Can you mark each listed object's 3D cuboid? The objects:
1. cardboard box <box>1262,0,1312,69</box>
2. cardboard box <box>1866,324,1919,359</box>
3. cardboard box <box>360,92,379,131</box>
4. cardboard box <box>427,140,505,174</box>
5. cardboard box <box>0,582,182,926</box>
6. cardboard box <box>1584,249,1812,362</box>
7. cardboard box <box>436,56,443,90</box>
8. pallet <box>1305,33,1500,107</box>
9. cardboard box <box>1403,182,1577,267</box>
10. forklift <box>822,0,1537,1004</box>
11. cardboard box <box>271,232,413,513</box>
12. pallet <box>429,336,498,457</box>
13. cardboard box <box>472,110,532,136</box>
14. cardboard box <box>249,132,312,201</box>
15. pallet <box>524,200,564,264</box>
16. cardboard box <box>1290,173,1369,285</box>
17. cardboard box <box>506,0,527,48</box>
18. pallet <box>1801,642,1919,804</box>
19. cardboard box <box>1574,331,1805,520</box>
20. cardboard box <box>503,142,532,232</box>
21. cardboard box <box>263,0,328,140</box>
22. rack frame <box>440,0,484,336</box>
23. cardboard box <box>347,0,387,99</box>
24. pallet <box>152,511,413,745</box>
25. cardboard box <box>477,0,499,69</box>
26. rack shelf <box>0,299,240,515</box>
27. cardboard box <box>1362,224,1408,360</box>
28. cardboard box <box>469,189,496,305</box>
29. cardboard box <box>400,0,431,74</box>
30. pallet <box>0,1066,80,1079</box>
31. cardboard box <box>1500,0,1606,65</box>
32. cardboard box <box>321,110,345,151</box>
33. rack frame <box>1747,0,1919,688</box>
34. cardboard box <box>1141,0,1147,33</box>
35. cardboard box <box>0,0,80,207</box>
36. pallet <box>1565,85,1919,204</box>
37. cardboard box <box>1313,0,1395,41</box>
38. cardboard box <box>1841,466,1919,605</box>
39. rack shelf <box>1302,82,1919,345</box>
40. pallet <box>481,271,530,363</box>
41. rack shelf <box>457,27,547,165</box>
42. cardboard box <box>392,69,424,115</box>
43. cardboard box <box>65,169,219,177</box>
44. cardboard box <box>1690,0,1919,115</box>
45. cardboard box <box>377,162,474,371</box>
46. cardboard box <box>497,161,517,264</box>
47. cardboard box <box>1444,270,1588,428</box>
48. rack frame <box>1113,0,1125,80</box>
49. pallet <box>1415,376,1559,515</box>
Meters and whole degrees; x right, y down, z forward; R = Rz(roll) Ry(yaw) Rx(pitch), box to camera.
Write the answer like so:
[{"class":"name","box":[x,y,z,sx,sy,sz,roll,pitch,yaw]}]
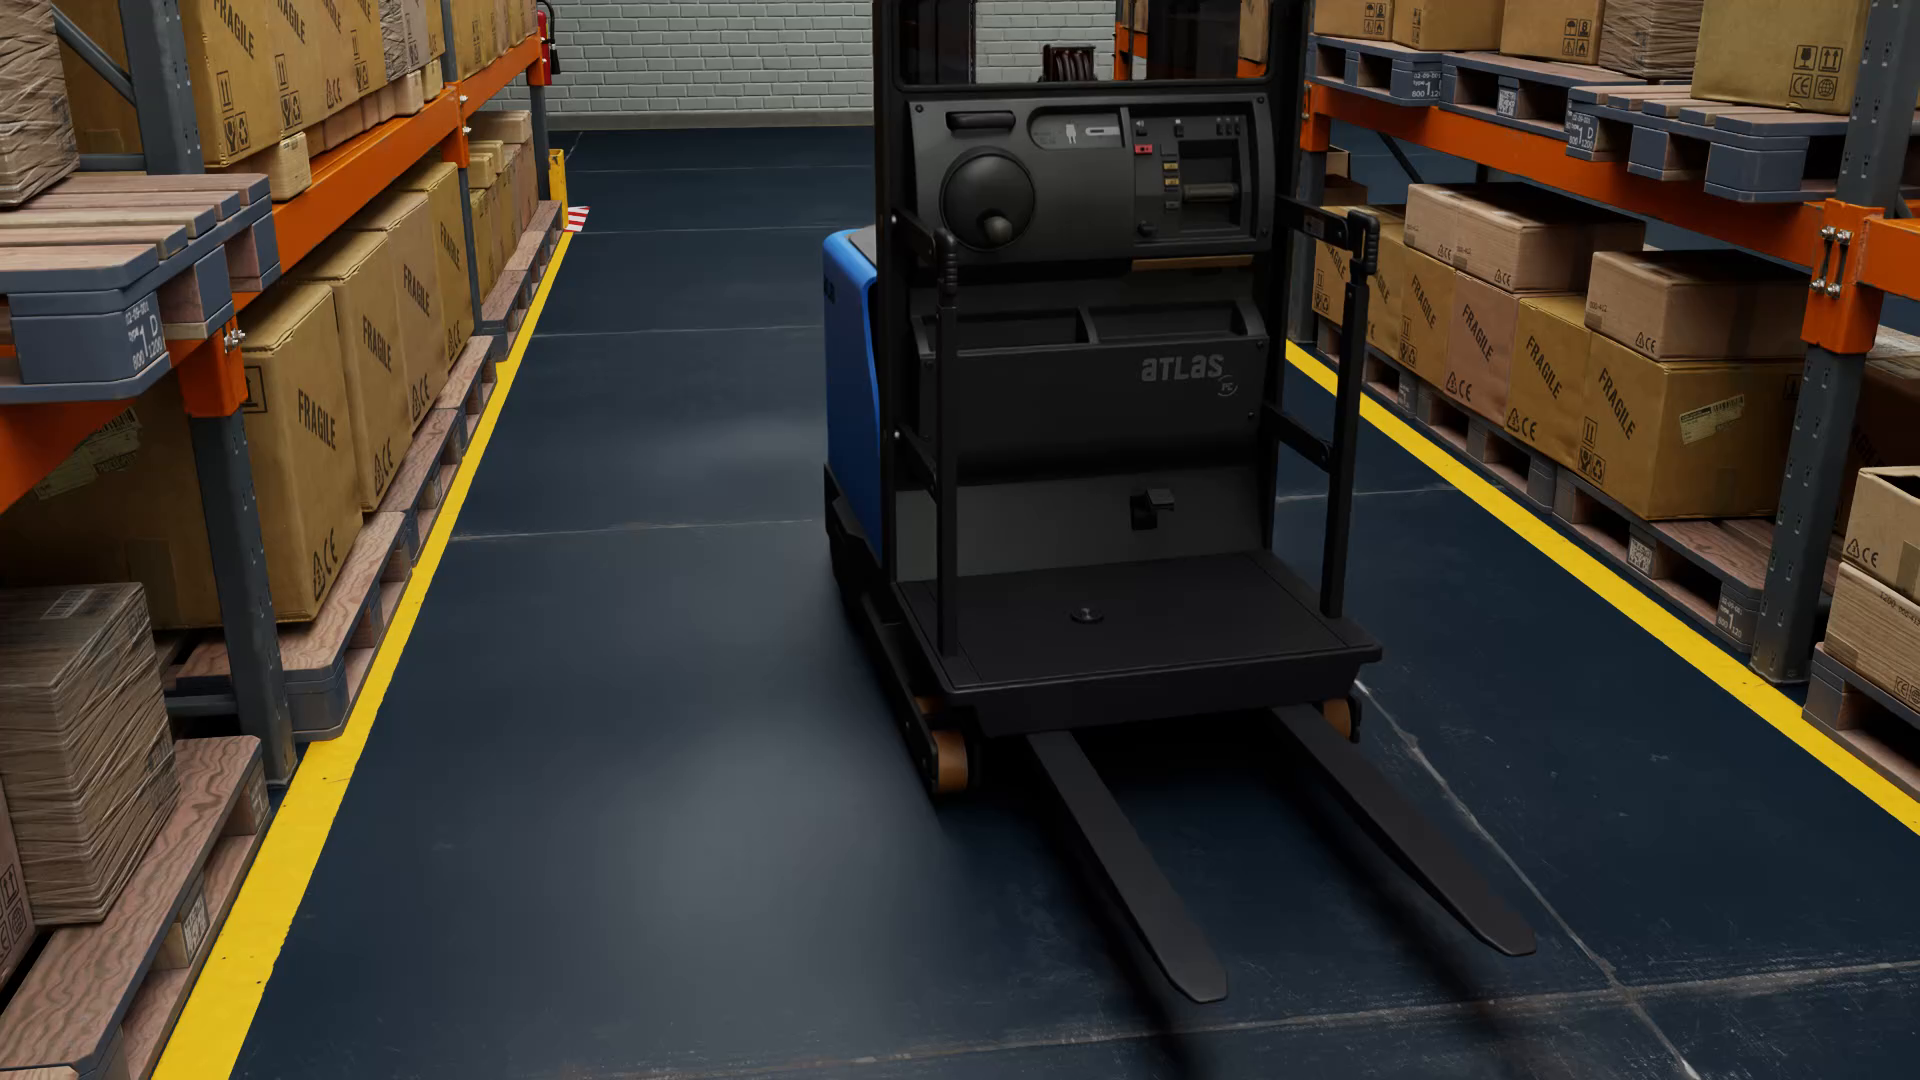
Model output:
[{"class":"cardboard box","box":[1.844,-2.634,8.339,0.500,0.500,0.500,-3,21,-7]},{"class":"cardboard box","box":[2.882,-0.430,5.525,0.500,0.500,0.500,-4,21,-10]},{"class":"cardboard box","box":[-2.263,-1.523,5.837,0.380,0.149,0.250,-3,21,-9]},{"class":"cardboard box","box":[-2.682,-2.078,9.038,0.380,0.149,0.250,-4,21,-9]},{"class":"cardboard box","box":[-2.000,0.421,3.247,0.700,0.500,0.500,-3,21,-7]},{"class":"cardboard box","box":[2.367,-0.760,5.335,0.500,0.250,0.500,-2,21,-6]},{"class":"cardboard box","box":[-2.403,-1.965,7.020,0.380,0.149,0.250,-3,21,-7]},{"class":"pallet","box":[2.177,-2.055,7.205,1.003,0.211,1.213,-3,21,-8]},{"class":"cardboard box","box":[2.142,-1.287,6.748,0.500,0.250,0.500,-3,21,-8]},{"class":"forklift","box":[0.388,-0.897,3.929,1.130,2.935,3.031,-5,21,-13]},{"class":"cardboard box","box":[-2.251,-0.546,5.362,0.750,0.750,0.750,-3,21,-8]},{"class":"pallet","box":[-2.546,-0.606,7.038,1.003,0.211,1.213,-3,21,-8]},{"class":"cardboard box","box":[-2.910,-2.618,10.484,0.380,0.149,0.250,-3,21,-8]},{"class":"cardboard box","box":[-1.956,-0.992,4.416,0.380,0.149,0.250,-2,21,-6]},{"class":"pallet","box":[-3.116,-1.982,10.720,1.003,0.211,1.213,-3,21,-8]},{"class":"cardboard box","box":[1.807,-1.645,8.778,0.500,0.500,0.500,-3,21,-8]},{"class":"cardboard box","box":[-3.109,-3.274,9.766,0.980,0.700,0.700,-3,21,-8]},{"class":"pallet","box":[2.826,0.551,3.939,1.003,0.211,1.213,-3,21,-8]},{"class":"cardboard box","box":[2.379,-0.389,5.415,0.500,0.500,0.500,-2,21,-6]},{"class":"cardboard box","box":[-3.036,-2.176,10.228,0.700,0.500,0.500,-3,21,-8]},{"class":"cardboard box","box":[-2.038,-1.349,4.446,0.500,0.500,0.500,-2,21,-6]},{"class":"rack frame","box":[-2.732,-2.176,7.255,1.000,3.000,0.127,-3,21,-8]},{"class":"cardboard box","box":[-2.192,-1.701,5.387,0.500,0.500,0.500,-2,21,-6]},{"class":"pallet","box":[-2.194,0.238,4.776,1.003,0.211,1.213,-3,21,-8]},{"class":"cardboard box","box":[-2.894,-2.758,8.385,0.980,0.700,0.700,-3,21,-9]},{"class":"rack shelf","box":[-1.867,0.238,1.819,1.077,0.370,4.000,-3,21,-8]},{"class":"cardboard box","box":[2.086,-1.098,7.314,0.500,0.500,0.500,-3,21,-7]},{"class":"cardboard box","box":[-2.738,-1.466,8.326,0.700,0.500,0.500,-3,21,-7]},{"class":"cardboard box","box":[-2.333,-2.048,6.317,0.500,0.500,0.500,-3,21,-7]},{"class":"pallet","box":[-1.872,1.207,2.182,1.003,0.211,1.213,-3,21,-8]},{"class":"cardboard box","box":[2.485,-2.062,6.207,0.700,0.500,0.500,-8,22,-21]},{"class":"cardboard box","box":[-2.205,-1.339,5.344,0.380,0.149,0.250,-3,21,-7]},{"class":"rack frame","box":[2.746,-1.042,4.219,1.000,3.000,0.127,-3,21,-8]},{"class":"cardboard box","box":[1.476,-3.514,10.693,0.500,0.500,0.500,-3,21,-8]},{"class":"cardboard box","box":[-2.078,-0.882,3.018,0.700,0.500,0.500,-5,21,-14]},{"class":"pallet","box":[2.579,-1.183,4.872,1.213,0.211,1.003,-3,21,-8]},{"class":"cardboard box","box":[2.016,-2.495,7.367,0.700,0.500,0.500,-10,23,-26]},{"class":"cardboard box","box":[2.531,-0.017,4.004,0.500,0.311,0.500,-2,21,-6]},{"class":"rack shelf","box":[2.458,-1.398,6.199,1.077,0.370,4.000,-3,21,-8]},{"class":"pallet","box":[-2.764,-1.137,8.458,1.003,0.211,1.213,-3,21,-8]},{"class":"rack shelf","box":[-3.020,-2.531,9.235,1.077,0.370,4.000,-3,21,-8]},{"class":"cardboard box","box":[-2.254,-1.698,6.306,0.380,0.149,0.250,-3,21,-8]},{"class":"cardboard box","box":[-1.974,-0.808,3.924,0.380,0.149,0.250,-3,21,-9]},{"class":"cardboard box","box":[2.544,-1.498,4.697,0.700,0.500,0.500,-10,23,-26]},{"class":"cardboard box","box":[-2.510,-1.147,6.973,0.750,0.750,0.750,-3,21,-7]},{"class":"cardboard box","box":[-2.879,-1.818,9.268,0.700,0.500,0.500,-2,21,-6]},{"class":"cardboard box","box":[2.223,-0.750,6.380,0.500,0.500,0.500,-4,21,-10]},{"class":"rack frame","box":[1.593,-3.812,11.635,1.000,3.000,0.127,-3,21,-8]},{"class":"pallet","box":[2.503,-0.418,6.533,1.003,0.211,1.213,-3,21,-8]}]
